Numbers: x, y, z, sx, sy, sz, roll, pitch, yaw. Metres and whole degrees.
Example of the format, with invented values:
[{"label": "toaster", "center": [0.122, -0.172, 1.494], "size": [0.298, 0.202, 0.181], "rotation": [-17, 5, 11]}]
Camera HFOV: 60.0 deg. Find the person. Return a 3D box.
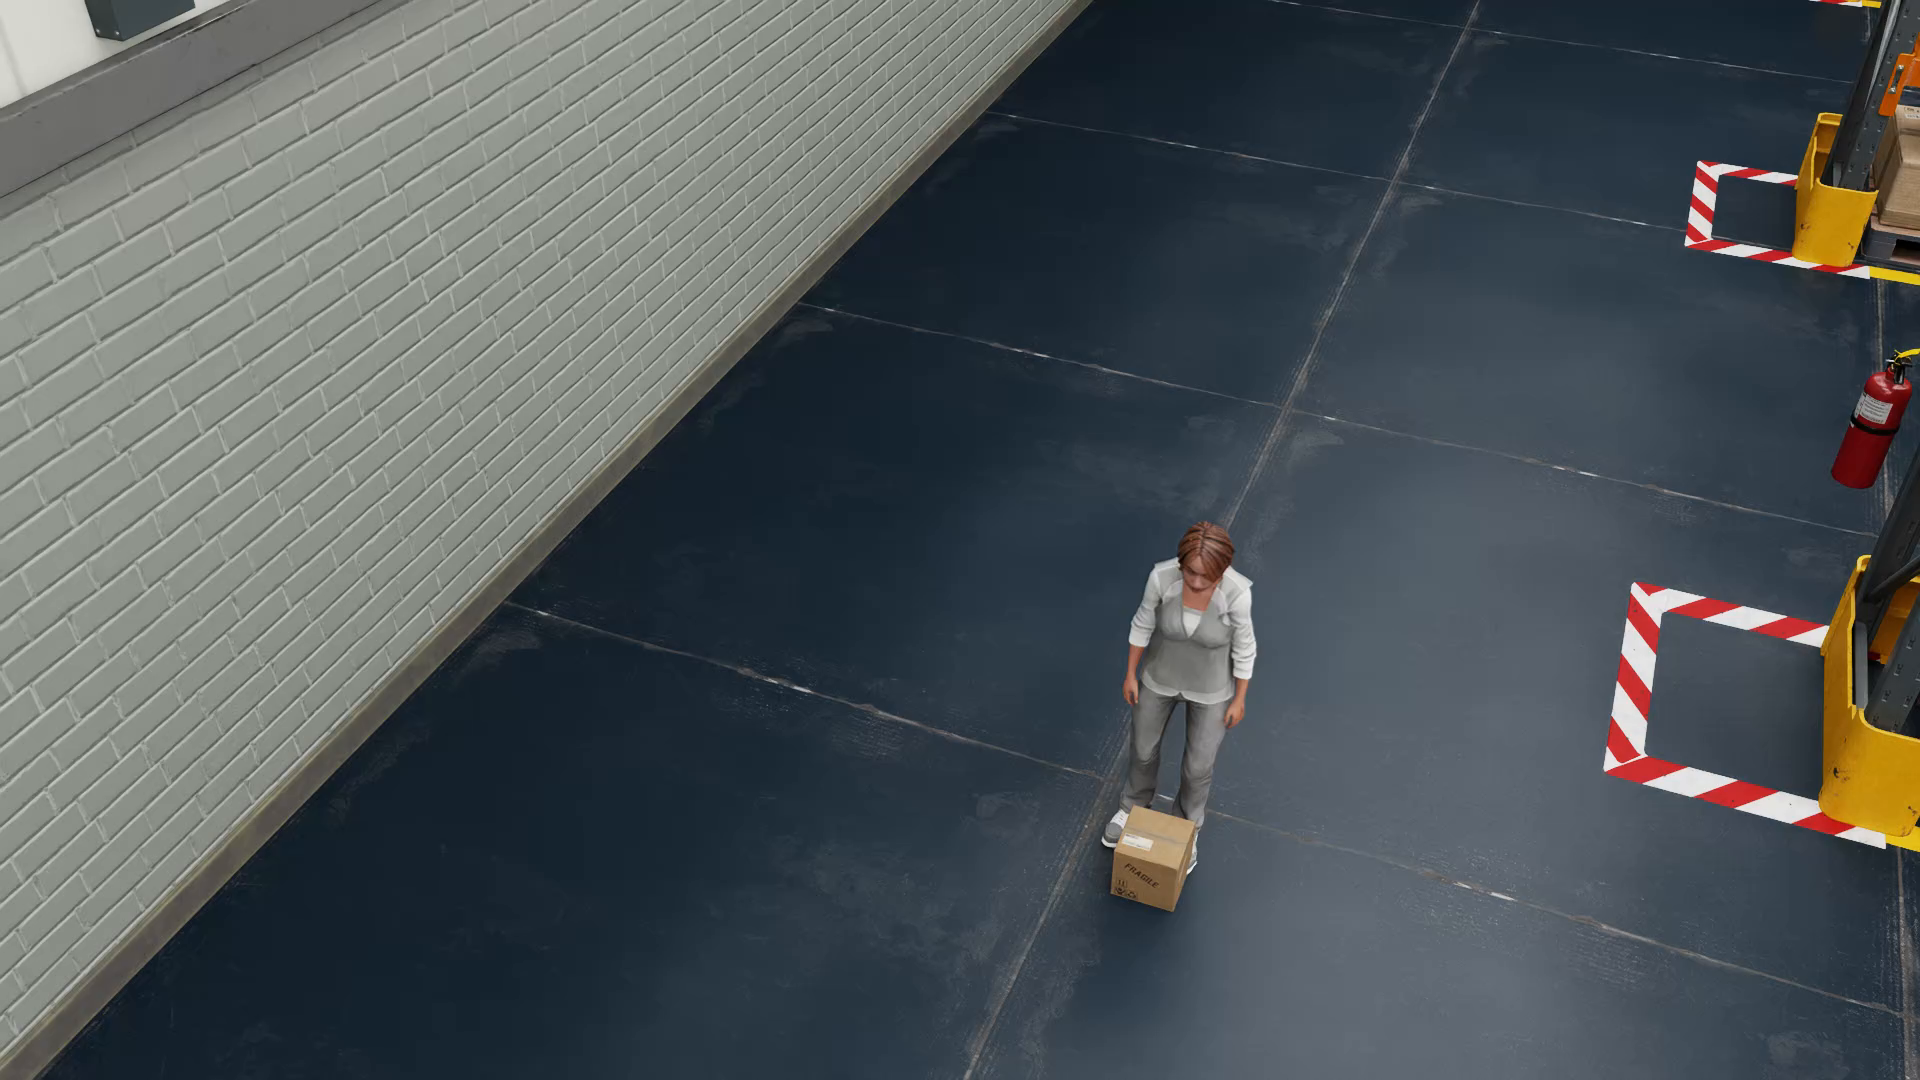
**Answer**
[{"label": "person", "center": [0.820, 0.556, 6.116], "size": [0.480, 1.591, 0.378], "rotation": [12, 40, 15]}]
